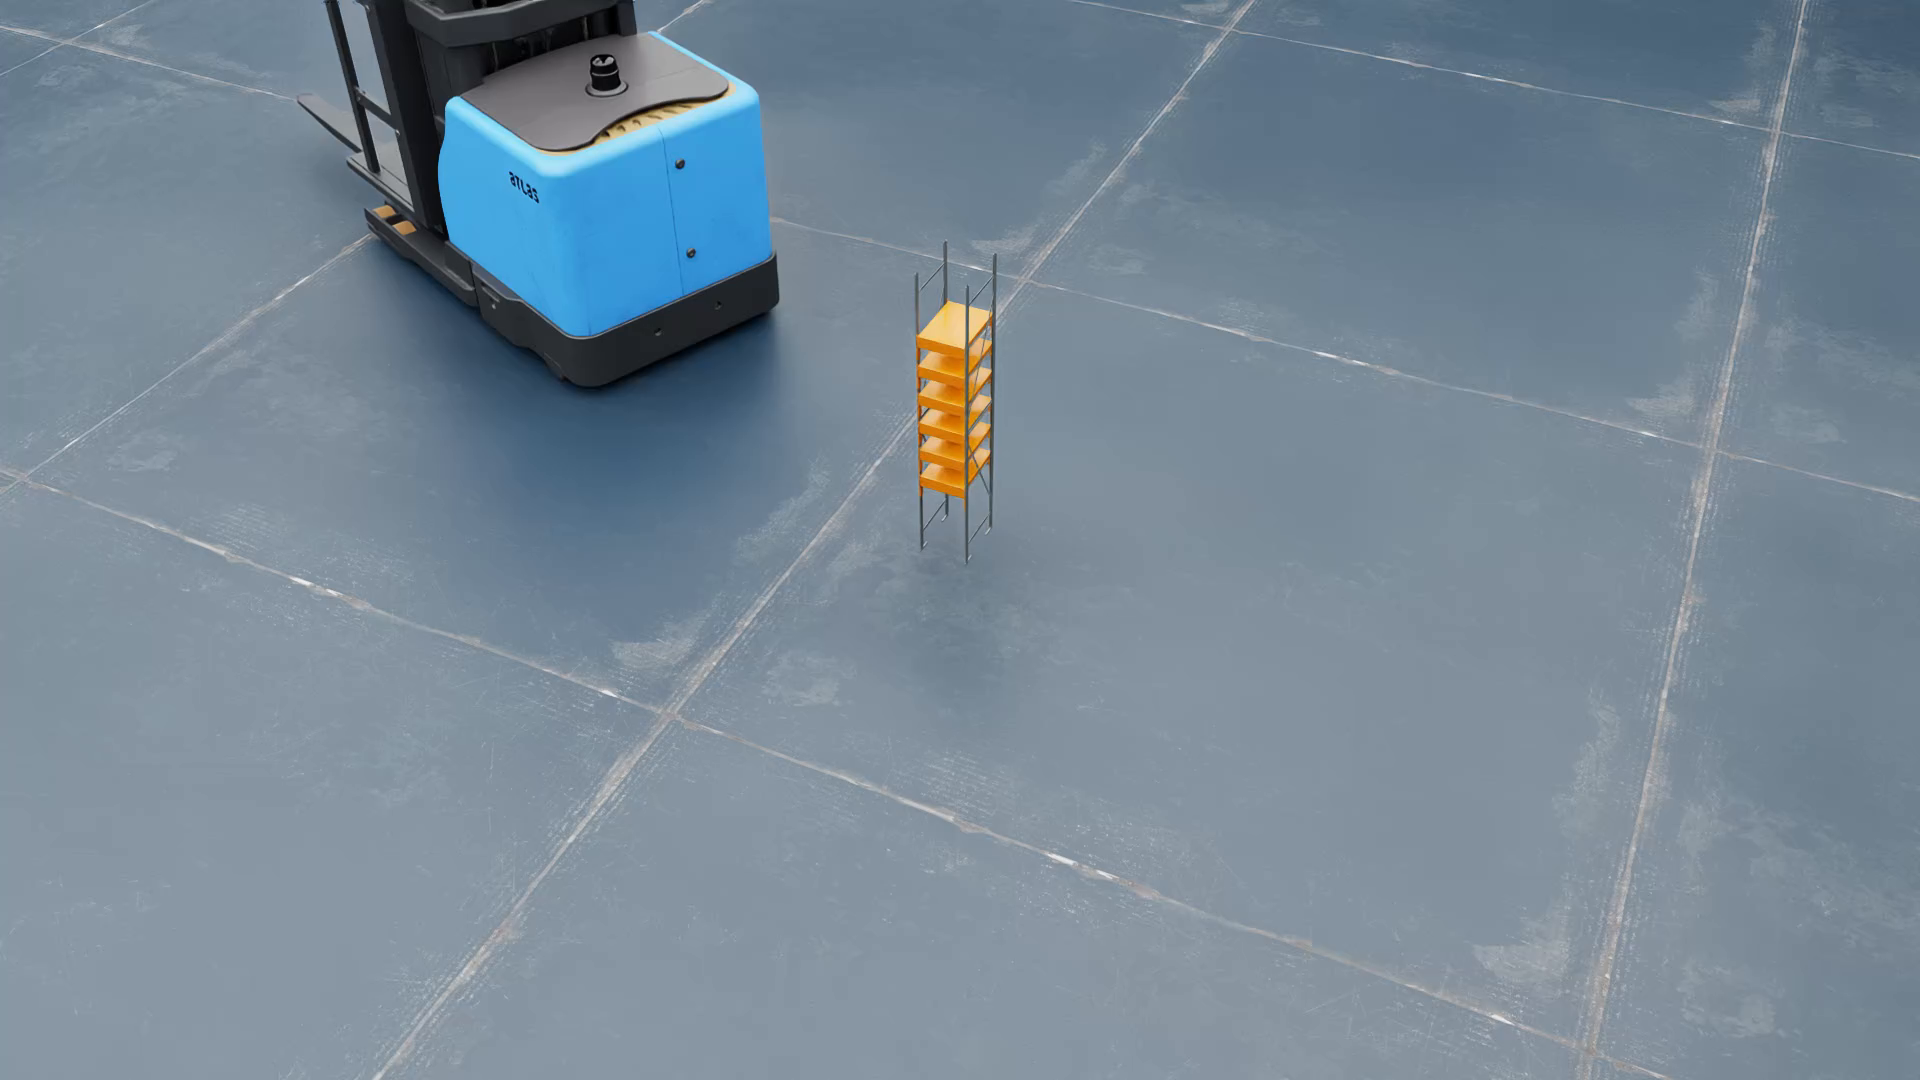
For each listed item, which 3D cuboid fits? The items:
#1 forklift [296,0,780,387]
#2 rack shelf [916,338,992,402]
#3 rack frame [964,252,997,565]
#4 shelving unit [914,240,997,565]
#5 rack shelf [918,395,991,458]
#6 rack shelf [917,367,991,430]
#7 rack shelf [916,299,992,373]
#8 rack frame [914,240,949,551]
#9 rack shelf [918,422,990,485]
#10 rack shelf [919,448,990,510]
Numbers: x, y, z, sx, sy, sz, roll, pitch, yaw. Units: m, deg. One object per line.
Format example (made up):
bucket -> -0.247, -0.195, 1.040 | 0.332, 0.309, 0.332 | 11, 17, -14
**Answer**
forklift -> -2.154, -2.625, 7.041 | 1.130, 2.935, 3.031 | -30, 49, -30
rack shelf -> -0.013, -0.605, 5.734 | 0.180, 0.103, 0.258 | 17, 44, 19
rack frame -> 0.070, -0.432, 5.832 | 0.006, 1.200, 0.240 | 17, 44, 19
shelving unit -> -0.013, -0.457, 5.862 | 0.189, 1.200, 0.258 | 17, 44, 19
rack shelf -> -0.013, -0.424, 5.891 | 0.180, 0.103, 0.258 | 17, 44, 19
rack shelf -> -0.013, -0.514, 5.812 | 0.180, 0.103, 0.258 | 17, 44, 19
rack shelf -> -0.013, -0.696, 5.655 | 0.180, 0.103, 0.258 | 17, 44, 19
rack frame -> -0.096, -0.483, 5.891 | 0.006, 1.200, 0.240 | 17, 44, 19
rack shelf -> -0.013, -0.333, 5.969 | 0.180, 0.103, 0.258 | 17, 44, 19
rack shelf -> -0.013, -0.242, 6.048 | 0.180, 0.103, 0.258 | 17, 44, 19
